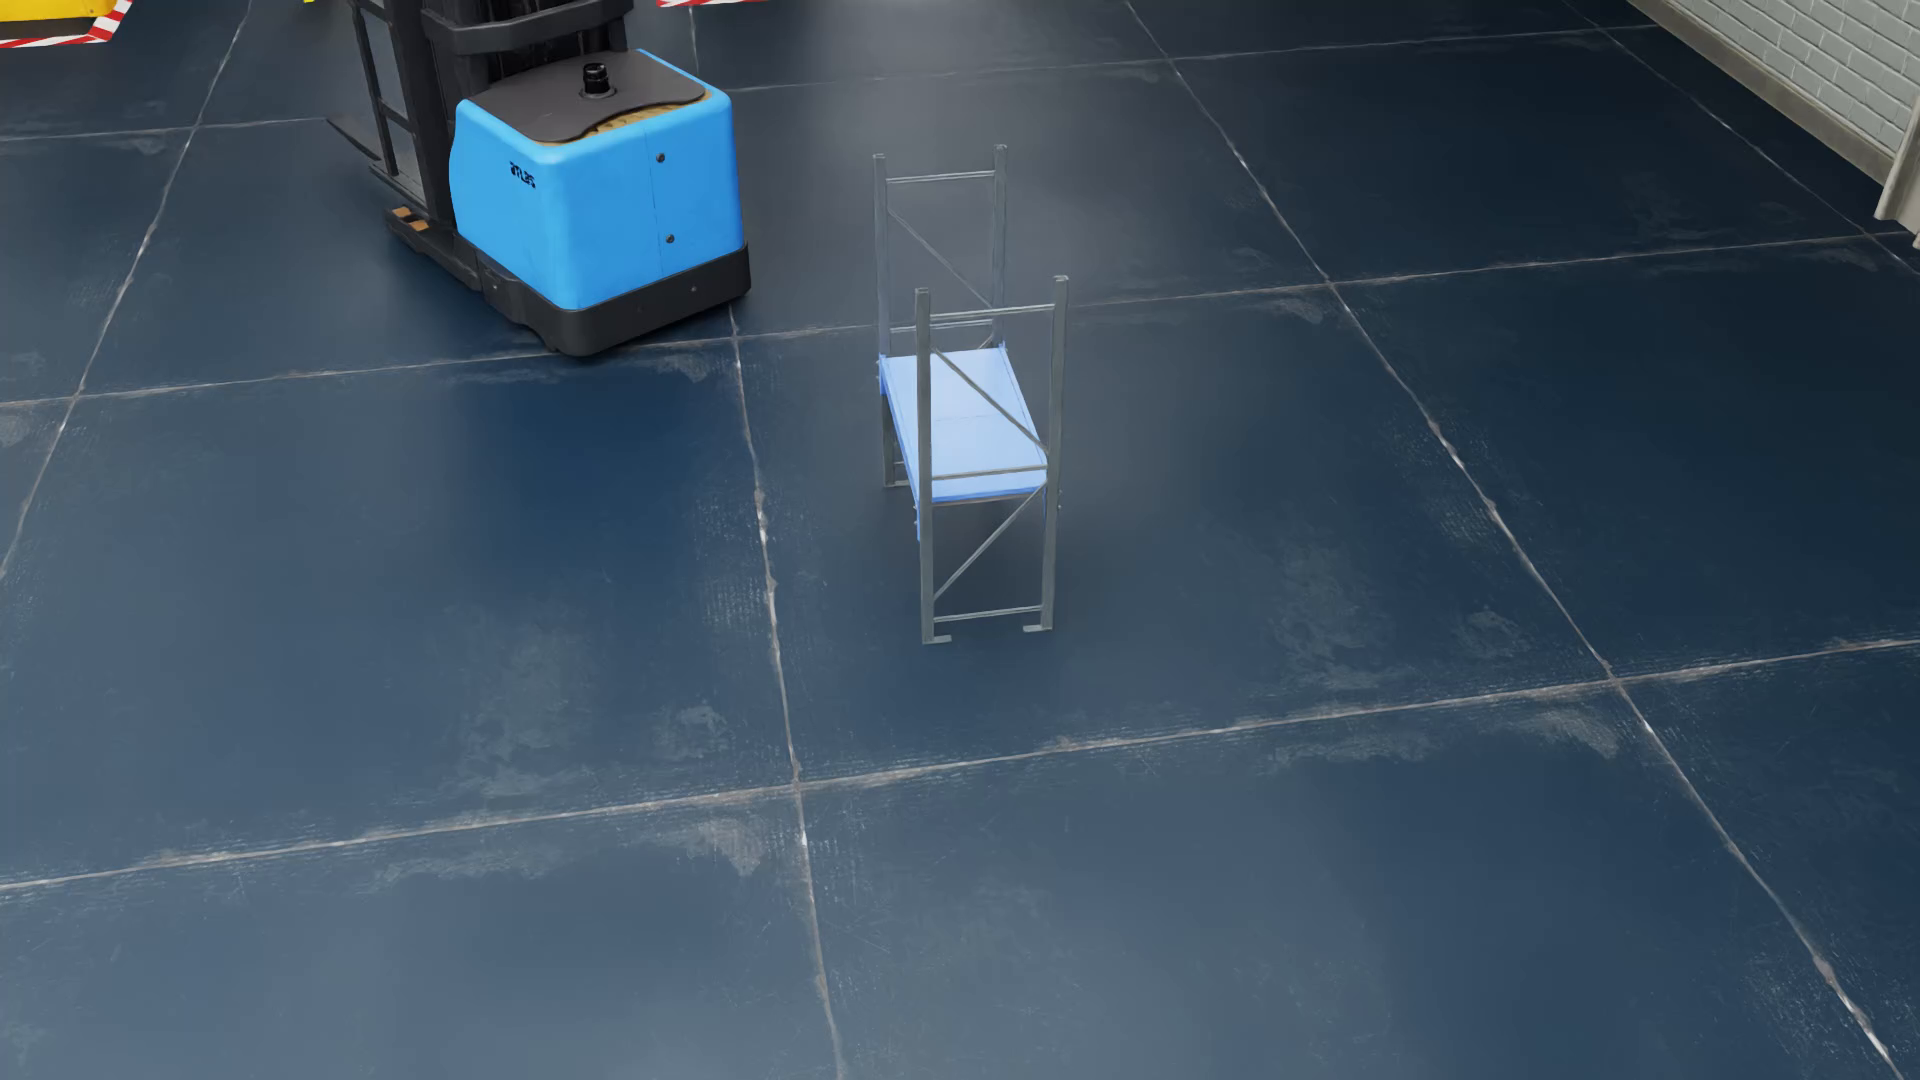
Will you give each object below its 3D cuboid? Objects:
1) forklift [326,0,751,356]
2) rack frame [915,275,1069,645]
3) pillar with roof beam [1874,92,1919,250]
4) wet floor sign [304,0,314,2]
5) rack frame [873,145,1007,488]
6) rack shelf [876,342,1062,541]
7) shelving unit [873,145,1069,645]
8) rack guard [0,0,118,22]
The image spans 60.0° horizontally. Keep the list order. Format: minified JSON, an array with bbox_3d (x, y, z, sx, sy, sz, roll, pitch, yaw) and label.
[{"bbox_3d":[-2.381,-2.839,8.015,1.130,2.935,3.031,-28,46,-31],"label":"forklift"},{"bbox_3d":[0.104,-0.234,5.828,0.500,1.500,0.032,-6,38,-8],"label":"rack frame"},{"bbox_3d":[0.896,-4.746,5.524,9.100,9.000,0.400,-6,38,-8],"label":"pillar with roof beam"},{"bbox_3d":[-4.471,-4.083,11.480,0.267,0.644,0.232,-13,40,-16],"label":"wet floor sign"},{"bbox_3d":[-0.074,-0.848,6.619,0.500,1.500,0.032,-6,38,-8],"label":"rack frame"},{"bbox_3d":[0.015,-0.399,6.334,0.538,0.185,1.000,-6,38,-8],"label":"rack shelf"},{"bbox_3d":[0.015,-0.541,6.224,0.538,1.500,1.048,-6,38,-8],"label":"shelving unit"},{"bbox_3d":[-6.421,-3.816,11.254,1.175,0.500,0.348,-6,38,-8],"label":"rack guard"}]
